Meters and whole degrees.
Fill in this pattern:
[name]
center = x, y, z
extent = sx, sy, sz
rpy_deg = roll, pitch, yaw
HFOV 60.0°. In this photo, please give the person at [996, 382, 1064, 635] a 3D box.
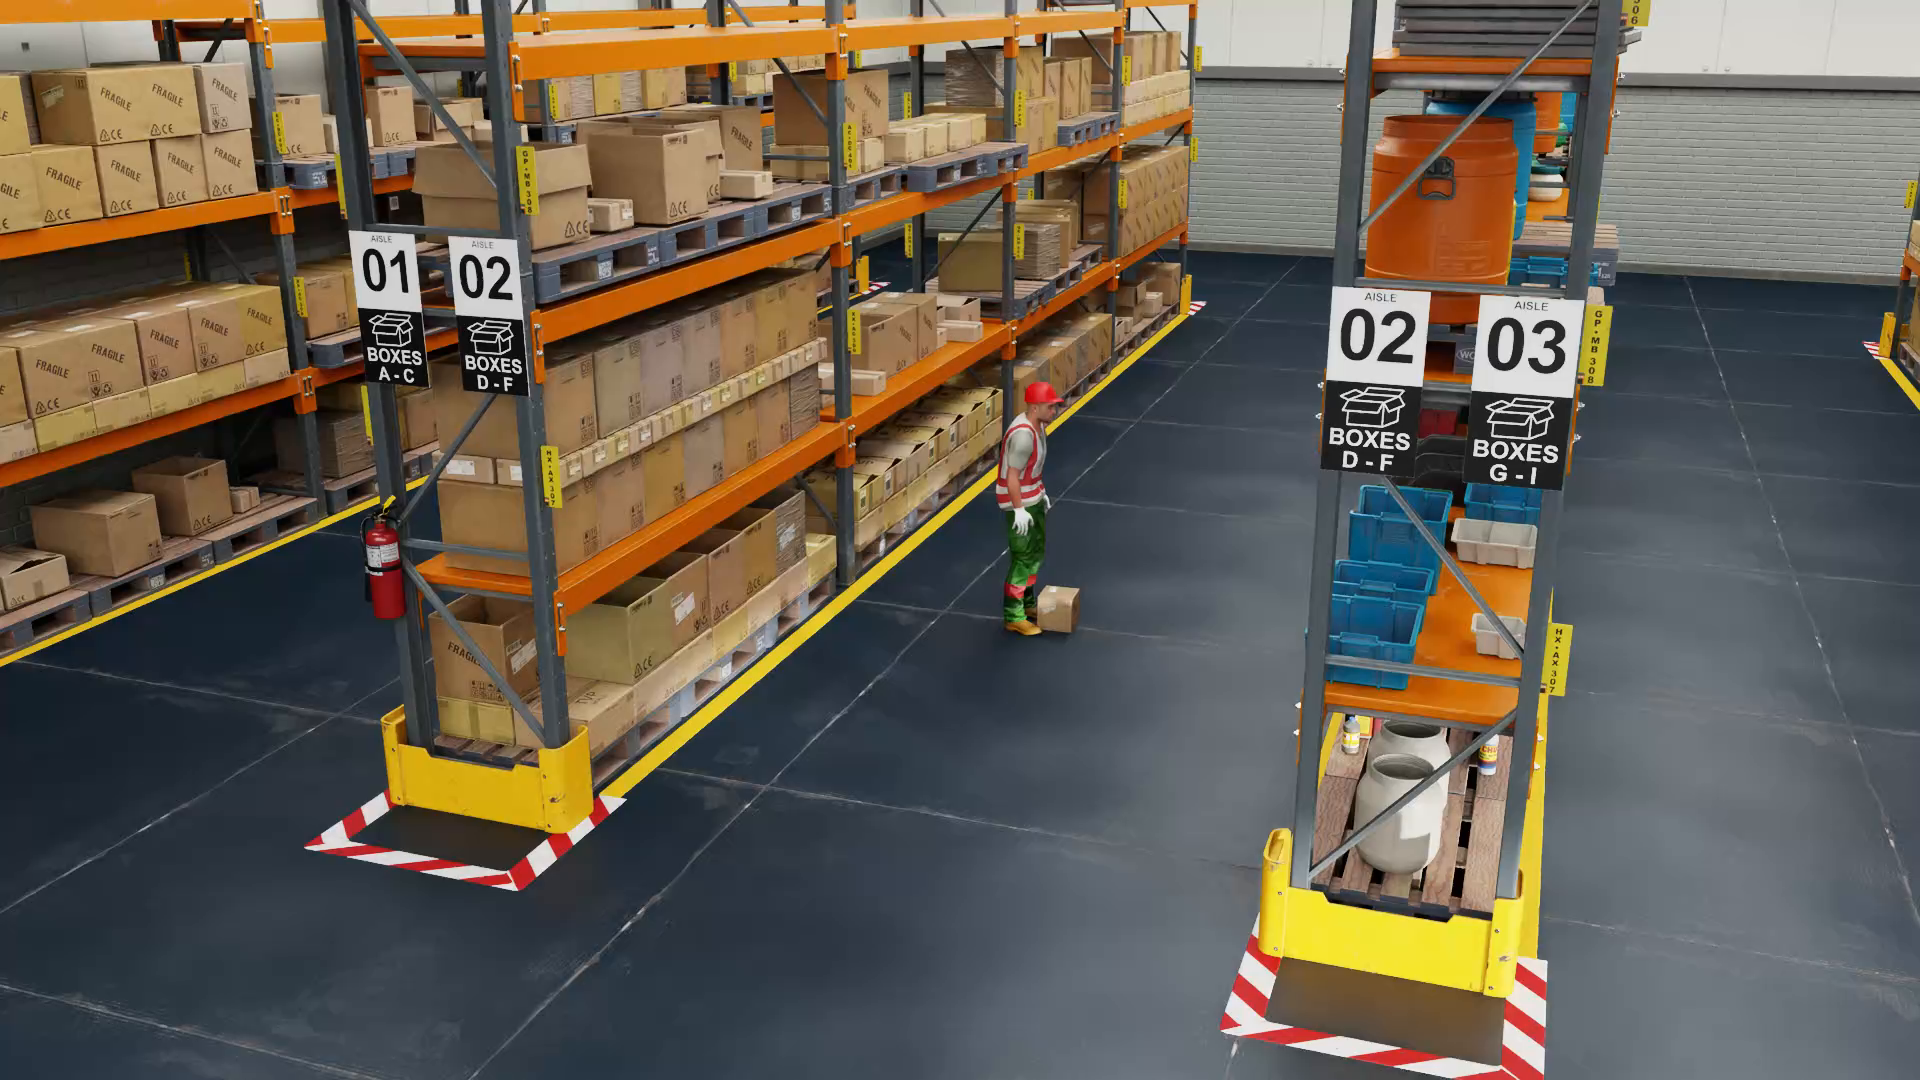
[person]
center = 0.495, -0.248, 11.779
extent = 0.456, 1.778, 0.614
rpy_deg = 6, 19, 18
